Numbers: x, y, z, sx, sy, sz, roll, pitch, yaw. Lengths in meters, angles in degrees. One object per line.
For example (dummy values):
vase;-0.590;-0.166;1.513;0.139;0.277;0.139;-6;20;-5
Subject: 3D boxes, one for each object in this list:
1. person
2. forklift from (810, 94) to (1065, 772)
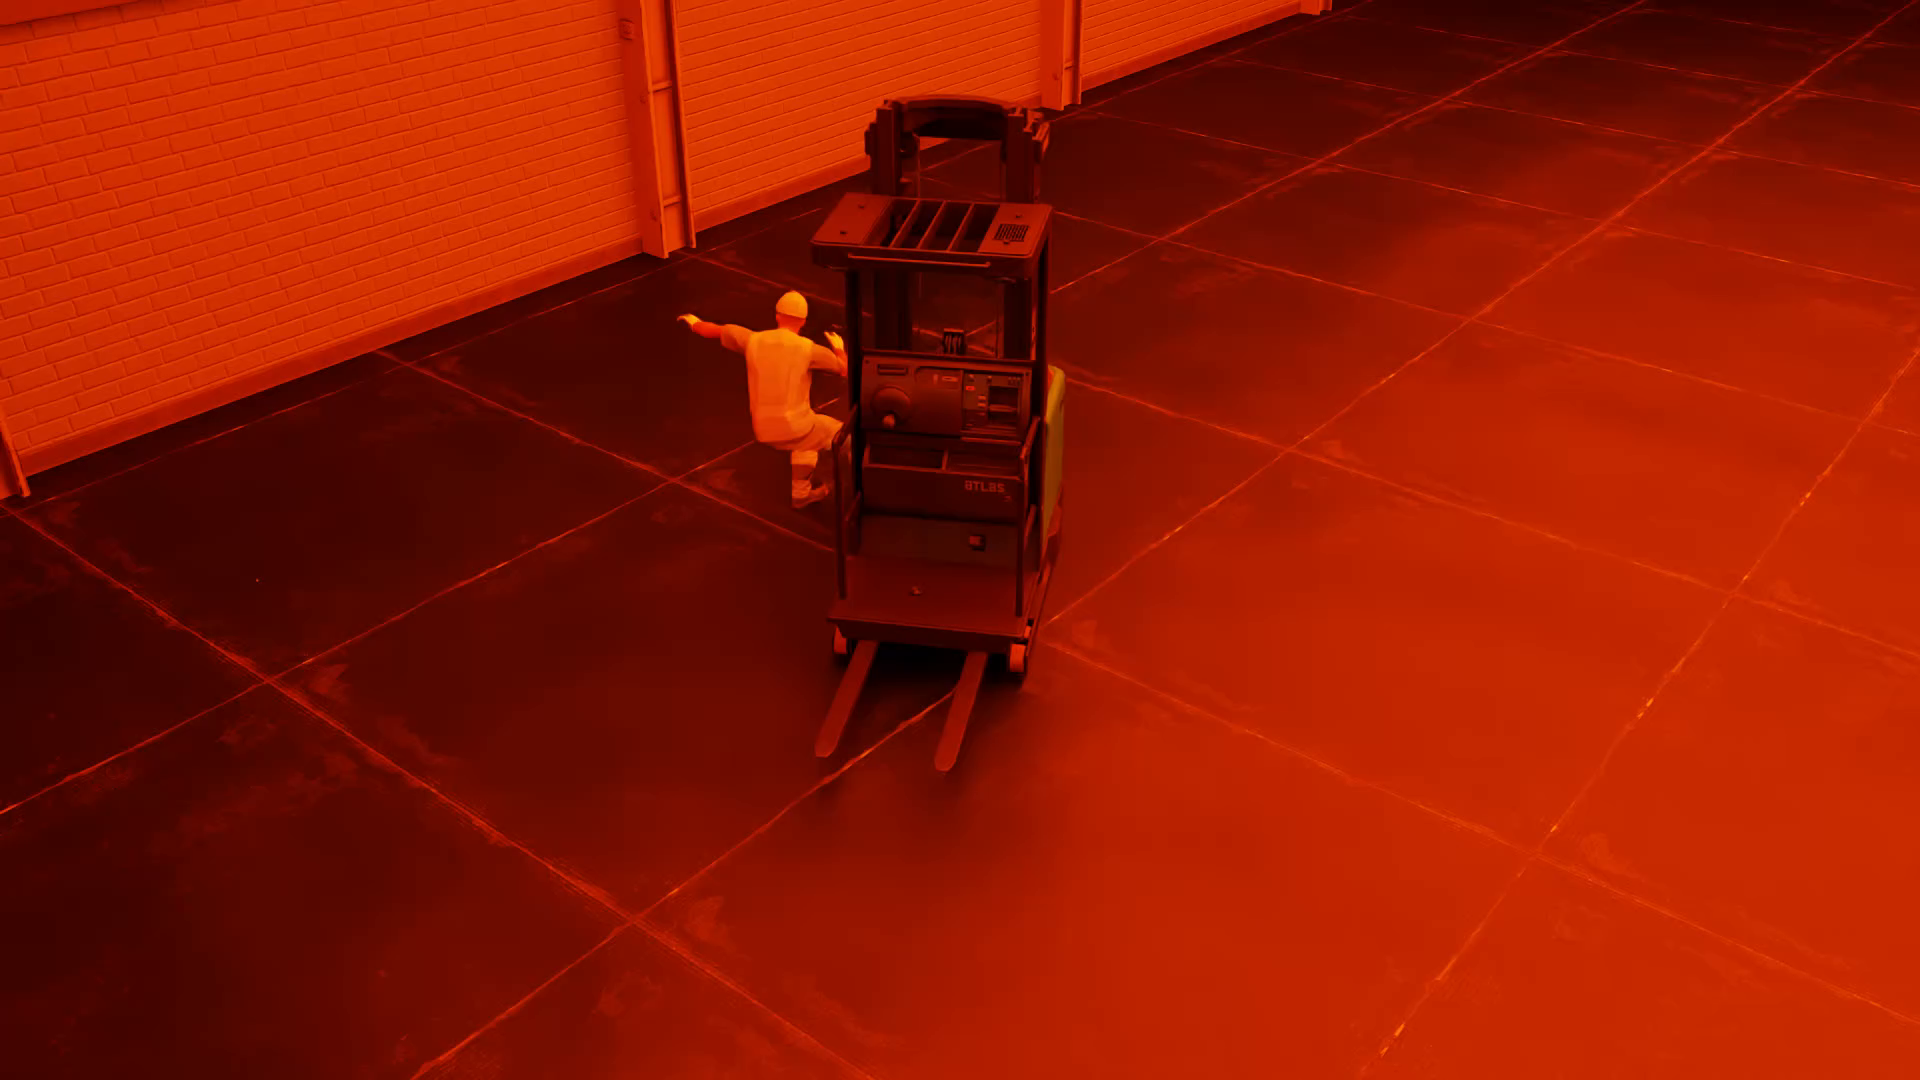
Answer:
person;-1.053;-0.871;10.509;1.613;1.479;0.804;8;31;14
forklift;-0.115;-0.724;8.833;1.130;2.935;3.031;5;31;9
